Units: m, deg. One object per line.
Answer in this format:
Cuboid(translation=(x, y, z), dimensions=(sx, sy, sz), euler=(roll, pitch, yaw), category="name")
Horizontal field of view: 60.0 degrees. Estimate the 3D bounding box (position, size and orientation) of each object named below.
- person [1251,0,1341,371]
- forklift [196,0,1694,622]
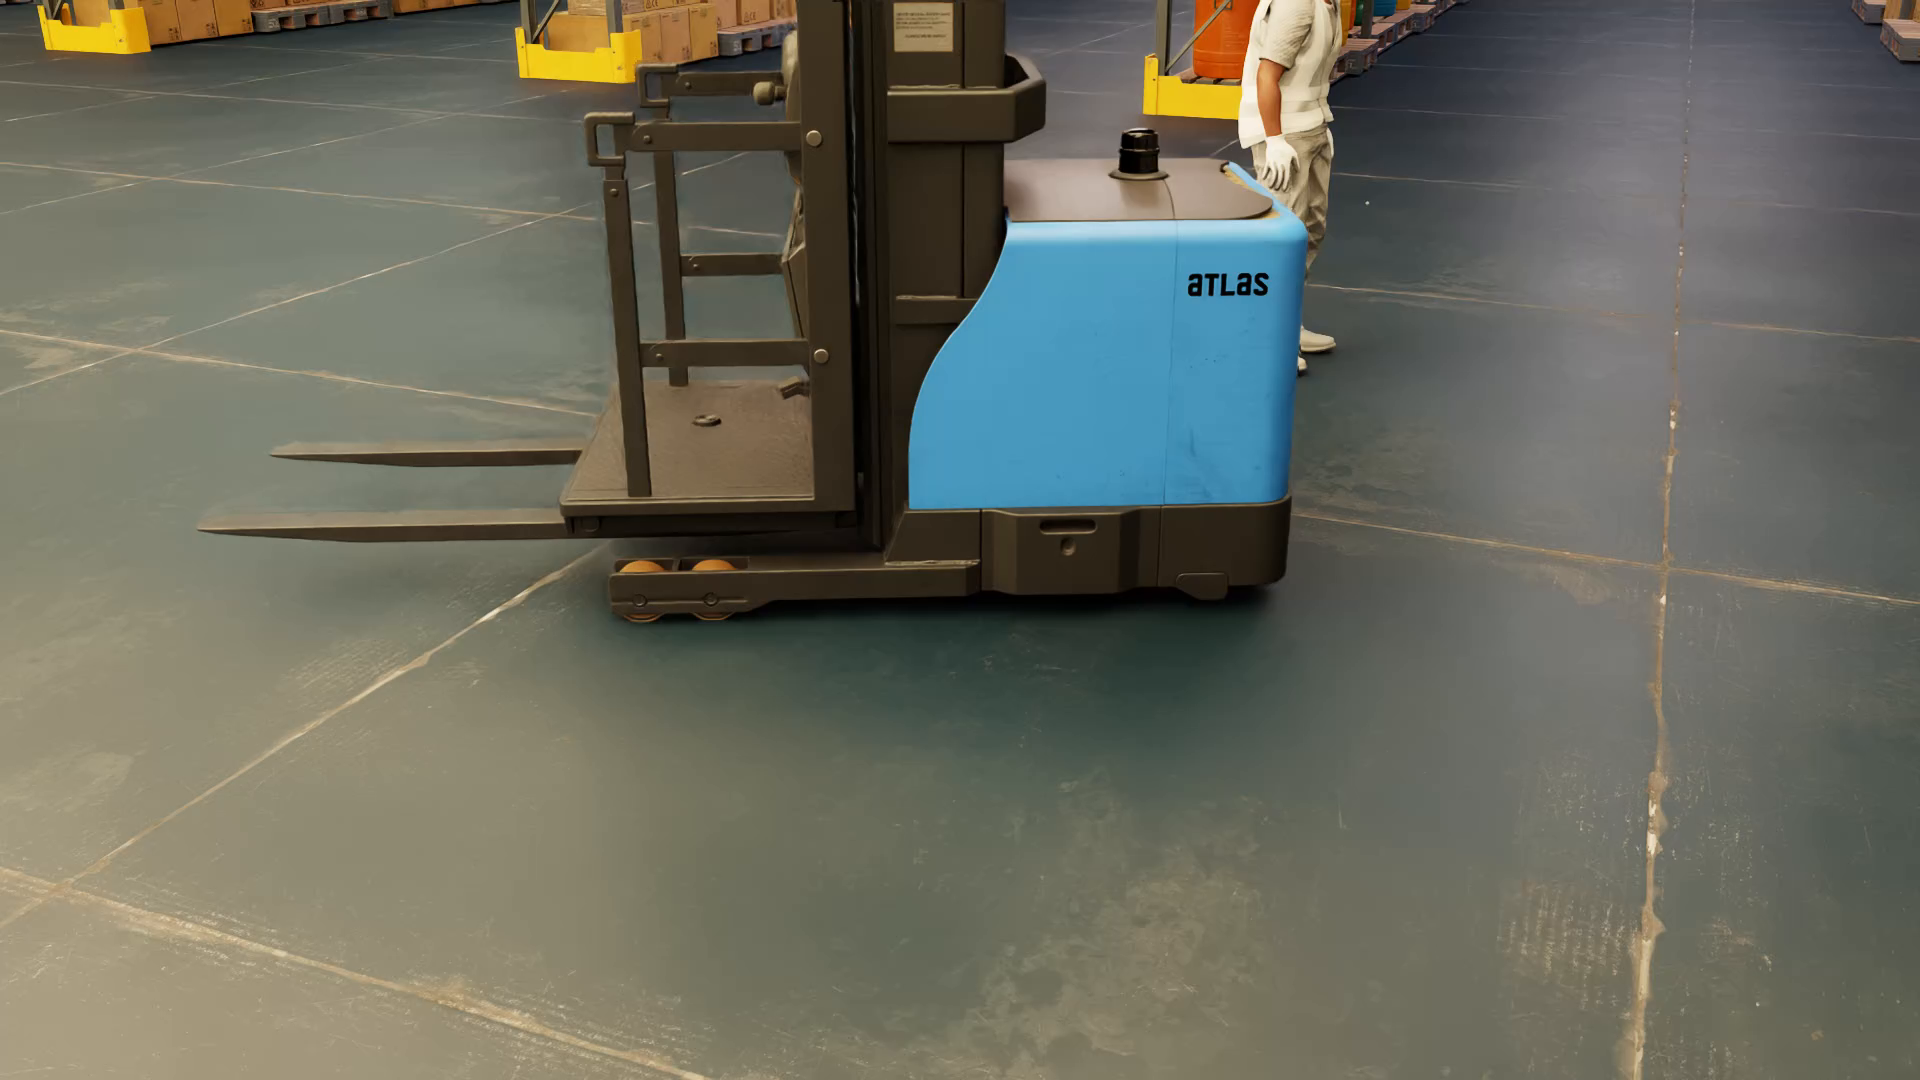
Cuboid(translation=(1.358, -1.586, 6.595), dimensions=(0.426, 1.772, 0.617), euler=(13, 26, 28), category="person")
Cuboid(translation=(4.491, -5.953, 15.534), dimensions=(14.427, 2.935, 24.538), euler=(-1, 23, -3), category="forklift")
